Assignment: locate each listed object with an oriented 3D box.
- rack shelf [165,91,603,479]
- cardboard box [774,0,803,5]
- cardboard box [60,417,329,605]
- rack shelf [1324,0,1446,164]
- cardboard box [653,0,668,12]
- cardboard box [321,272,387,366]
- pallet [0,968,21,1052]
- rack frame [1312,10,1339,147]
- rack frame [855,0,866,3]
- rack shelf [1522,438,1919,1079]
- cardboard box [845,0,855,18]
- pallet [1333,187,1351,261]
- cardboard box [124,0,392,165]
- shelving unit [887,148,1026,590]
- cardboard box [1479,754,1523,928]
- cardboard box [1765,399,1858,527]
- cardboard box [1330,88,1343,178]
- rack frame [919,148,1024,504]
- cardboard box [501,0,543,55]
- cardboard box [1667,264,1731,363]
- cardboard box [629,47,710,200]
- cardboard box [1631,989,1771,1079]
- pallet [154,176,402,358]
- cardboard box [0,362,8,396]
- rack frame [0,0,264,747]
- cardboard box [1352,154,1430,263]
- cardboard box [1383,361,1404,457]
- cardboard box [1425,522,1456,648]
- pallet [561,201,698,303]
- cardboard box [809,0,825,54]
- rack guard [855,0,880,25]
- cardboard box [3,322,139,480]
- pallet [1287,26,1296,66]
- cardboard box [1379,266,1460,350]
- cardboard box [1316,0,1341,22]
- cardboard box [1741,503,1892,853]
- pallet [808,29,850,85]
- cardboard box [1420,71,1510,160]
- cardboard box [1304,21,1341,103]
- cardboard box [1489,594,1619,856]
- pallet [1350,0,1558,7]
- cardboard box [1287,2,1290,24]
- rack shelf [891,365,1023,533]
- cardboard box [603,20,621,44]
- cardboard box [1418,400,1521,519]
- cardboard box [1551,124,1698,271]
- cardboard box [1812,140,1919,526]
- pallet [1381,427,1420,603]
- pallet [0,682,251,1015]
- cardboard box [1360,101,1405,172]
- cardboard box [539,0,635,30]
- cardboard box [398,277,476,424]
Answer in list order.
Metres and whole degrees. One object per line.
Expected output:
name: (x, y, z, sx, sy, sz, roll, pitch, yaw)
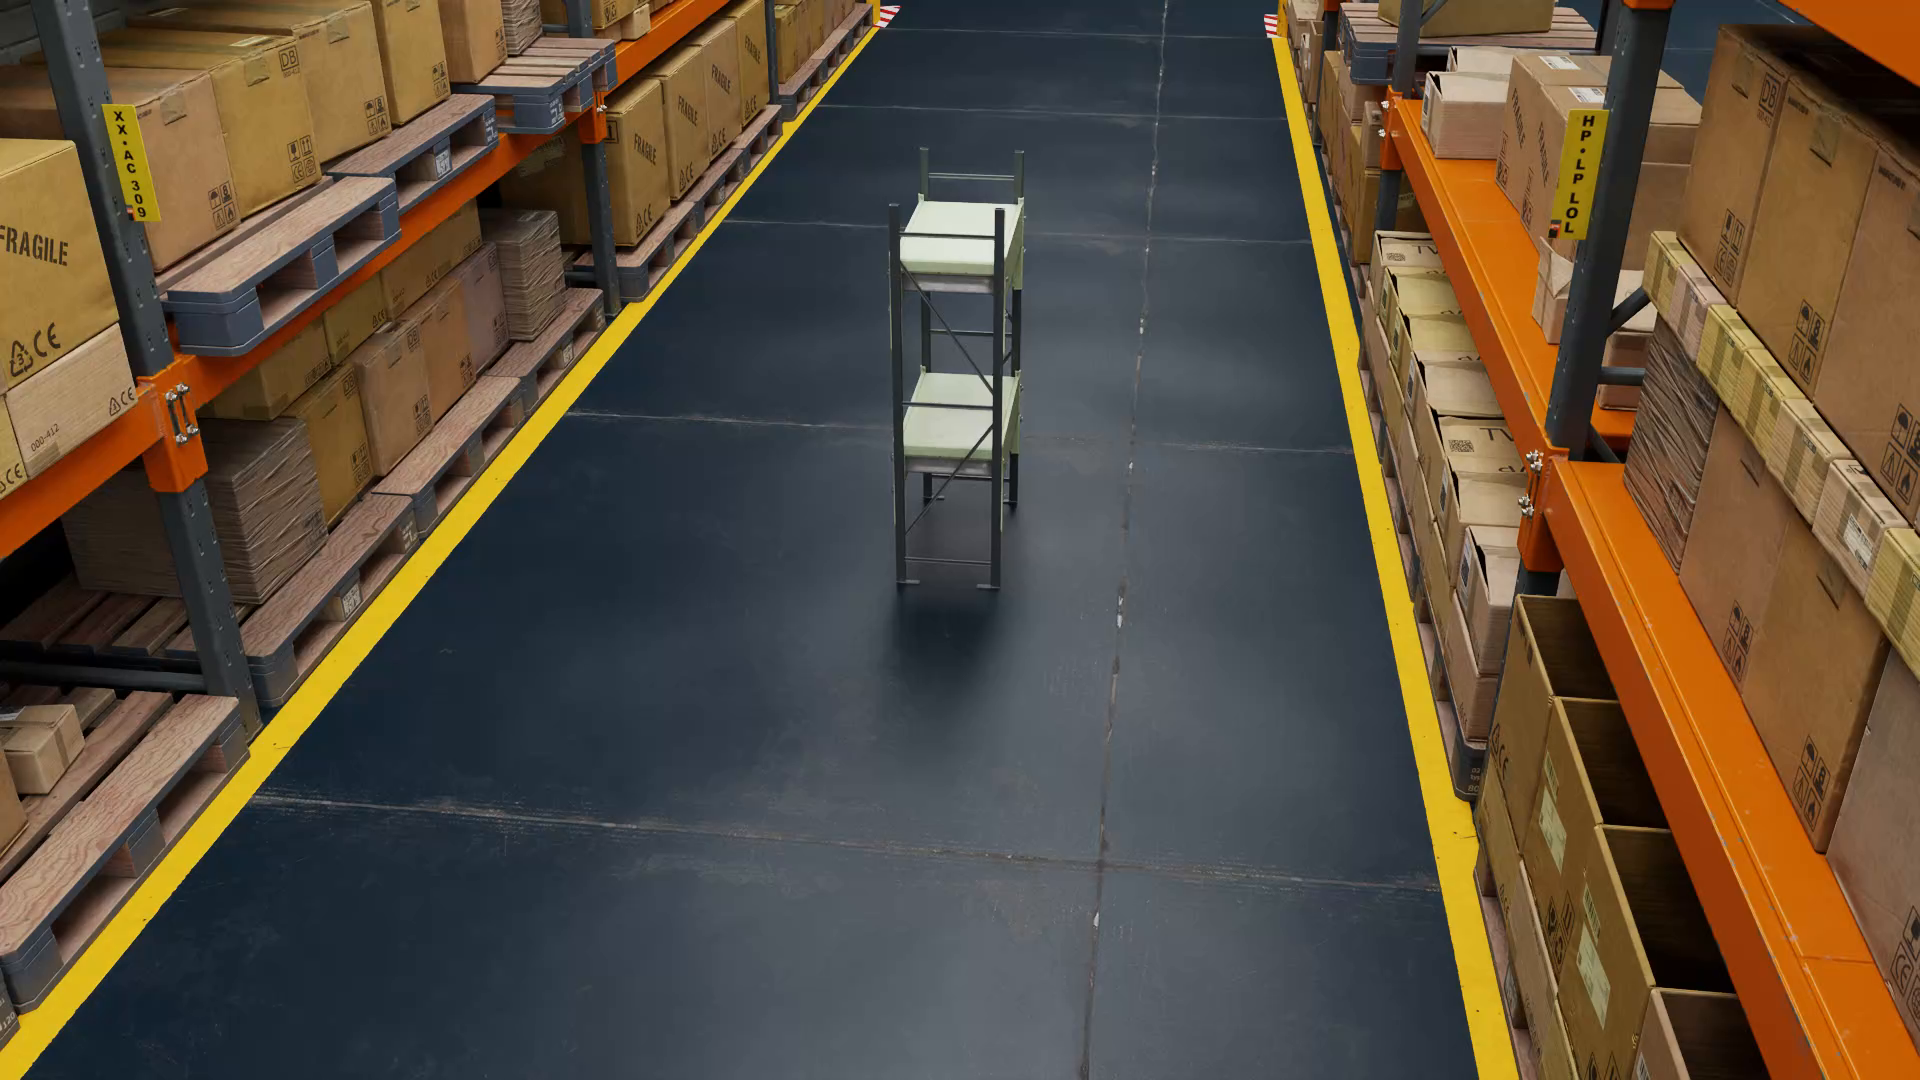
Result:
rack shelf: (-2.594, -1.314, 6.786, 1.077, 0.370, 4.000, 3, 28, 6)
cardboard box: (-1.442, -4.322, 13.119, 0.380, 0.149, 0.250, 4, 29, 8)
cardboard box: (-2.765, -0.130, 6.001, 0.700, 0.500, 0.500, 4, 29, 8)
rack shelf: (2.813, -2.911, 9.750, 1.077, 0.370, 4.000, 3, 28, 6)
cardboard box: (-1.948, -3.220, 9.807, 0.380, 0.149, 0.250, 4, 29, 7)
cardboard box: (-2.654, -0.913, 6.663, 0.500, 0.250, 0.500, 3, 28, 5)
pallet: (-3.033, 1.432, 3.869, 1.003, 0.211, 1.213, 3, 28, 6)
rack frame: (3.058, -4.169, 11.326, 1.000, 3.000, 0.127, 3, 28, 6)
rack frame: (-1.368, -6.338, 15.352, 1.000, 3.000, 0.127, 3, 28, 6)
rack shelf: (1.833, 0.855, 2.760, 1.077, 0.370, 4.000, 3, 28, 6)
cardboard box: (-1.355, -5.087, 15.223, 0.700, 0.500, 0.500, 3, 28, 6)
pallet: (2.849, -1.981, 10.204, 1.003, 0.211, 1.213, 3, 28, 6)
cardboard box: (-2.617, -1.739, 6.247, 0.700, 0.500, 0.500, 7, 29, 13)
shelving unit: (-0.001, -0.657, 6.388, 0.431, 1.500, 0.755, 3, 28, 6)
cardboard box: (1.720, 0.823, 4.517, 0.500, 0.250, 0.500, 3, 28, 6)
cardboard box: (1.729, -0.137, 3.052, 0.380, 0.149, 0.250, 2, 28, 5)
cardboard box: (2.634, -2.562, 10.515, 0.500, 0.500, 0.500, 4, 29, 7)
rack frame: (0.044, -0.829, 6.708, 0.400, 1.500, 0.023, 3, 28, 6)
cardboard box: (-2.396, -2.588, 7.823, 0.700, 0.500, 0.500, 0, 28, 0)
cardboard box: (1.822, -0.500, 3.726, 0.380, 0.149, 0.250, 4, 29, 7)
cardboard box: (-2.015, -2.562, 10.166, 0.750, 0.750, 0.750, 3, 28, 6)
cardboard box: (1.529, 1.198, 3.029, 0.500, 0.500, 0.500, 3, 28, 6)
pallet: (-2.601, -0.957, 5.565, 1.003, 0.211, 1.213, 3, 28, 6)
cardboard box: (-2.645, -0.487, 3.837, 0.500, 0.500, 0.500, 3, 28, 6)
rack frame: (-2.839, -0.690, 4.868, 1.000, 3.000, 0.127, 3, 28, 6)
cardboard box: (2.450, -1.834, 9.162, 0.500, 0.500, 0.500, 4, 29, 8)
cardboard box: (2.094, -0.550, 7.064, 0.500, 0.250, 0.500, 3, 28, 5)
cardboard box: (1.905, 0.172, 5.724, 0.500, 0.250, 0.500, 3, 28, 5)
pallet: (-2.177, -1.712, 9.705, 1.003, 0.211, 1.213, 3, 28, 6)
cardboard box: (-1.535, -4.364, 13.880, 0.700, 0.500, 0.500, 4, 29, 7)
rack guard: (-1.365, -5.249, 15.966, 1.175, 0.500, 0.348, 3, 28, 6)
cardboard box: (-2.596, -0.392, 4.452, 0.500, 0.250, 0.500, 3, 29, 6)
pallet: (3.442, -4.413, 14.720, 1.003, 0.211, 1.213, 3, 28, 6)
cardboard box: (2.157, -1.030, 7.365, 0.500, 0.311, 0.500, 3, 28, 5)
cardboard box: (3.283, -4.149, 13.456, 0.797, 0.503, 0.637, 3, 28, 6)
cardboard box: (1.906, 0.246, 3.025, 0.700, 0.500, 0.500, 4, 29, 7)
pallet: (-1.541, -4.157, 14.244, 1.003, 0.211, 1.213, 3, 28, 6)
cardboard box: (2.266, -1.837, 7.092, 0.500, 0.311, 0.500, 3, 28, 6)
cardboard box: (2.847, -3.547, 12.343, 0.500, 0.500, 0.500, 3, 28, 6)
cardboard box: (1.711, 0.492, 4.340, 0.500, 0.500, 0.500, 3, 28, 6)
pallet: (2.802, -3.118, 9.577, 1.003, 0.211, 1.213, 3, 28, 6)
cardboard box: (3.125, -4.704, 14.842, 0.380, 0.166, 0.250, 3, 28, 6)
rack shelf: (-0.001, -0.370, 6.543, 0.431, 0.370, 0.720, 3, 28, 6)
cardboard box: (-2.039, -2.730, 8.899, 0.380, 0.149, 0.250, 4, 29, 7)
cardboard box: (1.964, -0.312, 6.032, 0.500, 0.311, 0.500, 3, 28, 6)
cardboard box: (2.253, -1.056, 5.442, 0.500, 0.500, 0.500, 5, 29, 10)
cardboard box: (1.907, -0.336, 2.738, 0.700, 0.500, 0.500, 3, 28, 6)
pallet: (2.277, -0.101, 6.715, 1.003, 0.211, 1.213, 3, 28, 6)
pallet: (-2.886, 0.856, 4.938, 1.003, 0.211, 1.213, 3, 28, 6)
cardboard box: (2.453, -2.190, 9.034, 0.500, 0.250, 0.500, 4, 29, 8)
cardboard box: (-2.035, -2.970, 8.660, 0.500, 0.500, 0.500, 4, 29, 8)
cardboard box: (-2.596, -0.853, 7.342, 0.700, 0.500, 0.500, 3, 28, 6)
